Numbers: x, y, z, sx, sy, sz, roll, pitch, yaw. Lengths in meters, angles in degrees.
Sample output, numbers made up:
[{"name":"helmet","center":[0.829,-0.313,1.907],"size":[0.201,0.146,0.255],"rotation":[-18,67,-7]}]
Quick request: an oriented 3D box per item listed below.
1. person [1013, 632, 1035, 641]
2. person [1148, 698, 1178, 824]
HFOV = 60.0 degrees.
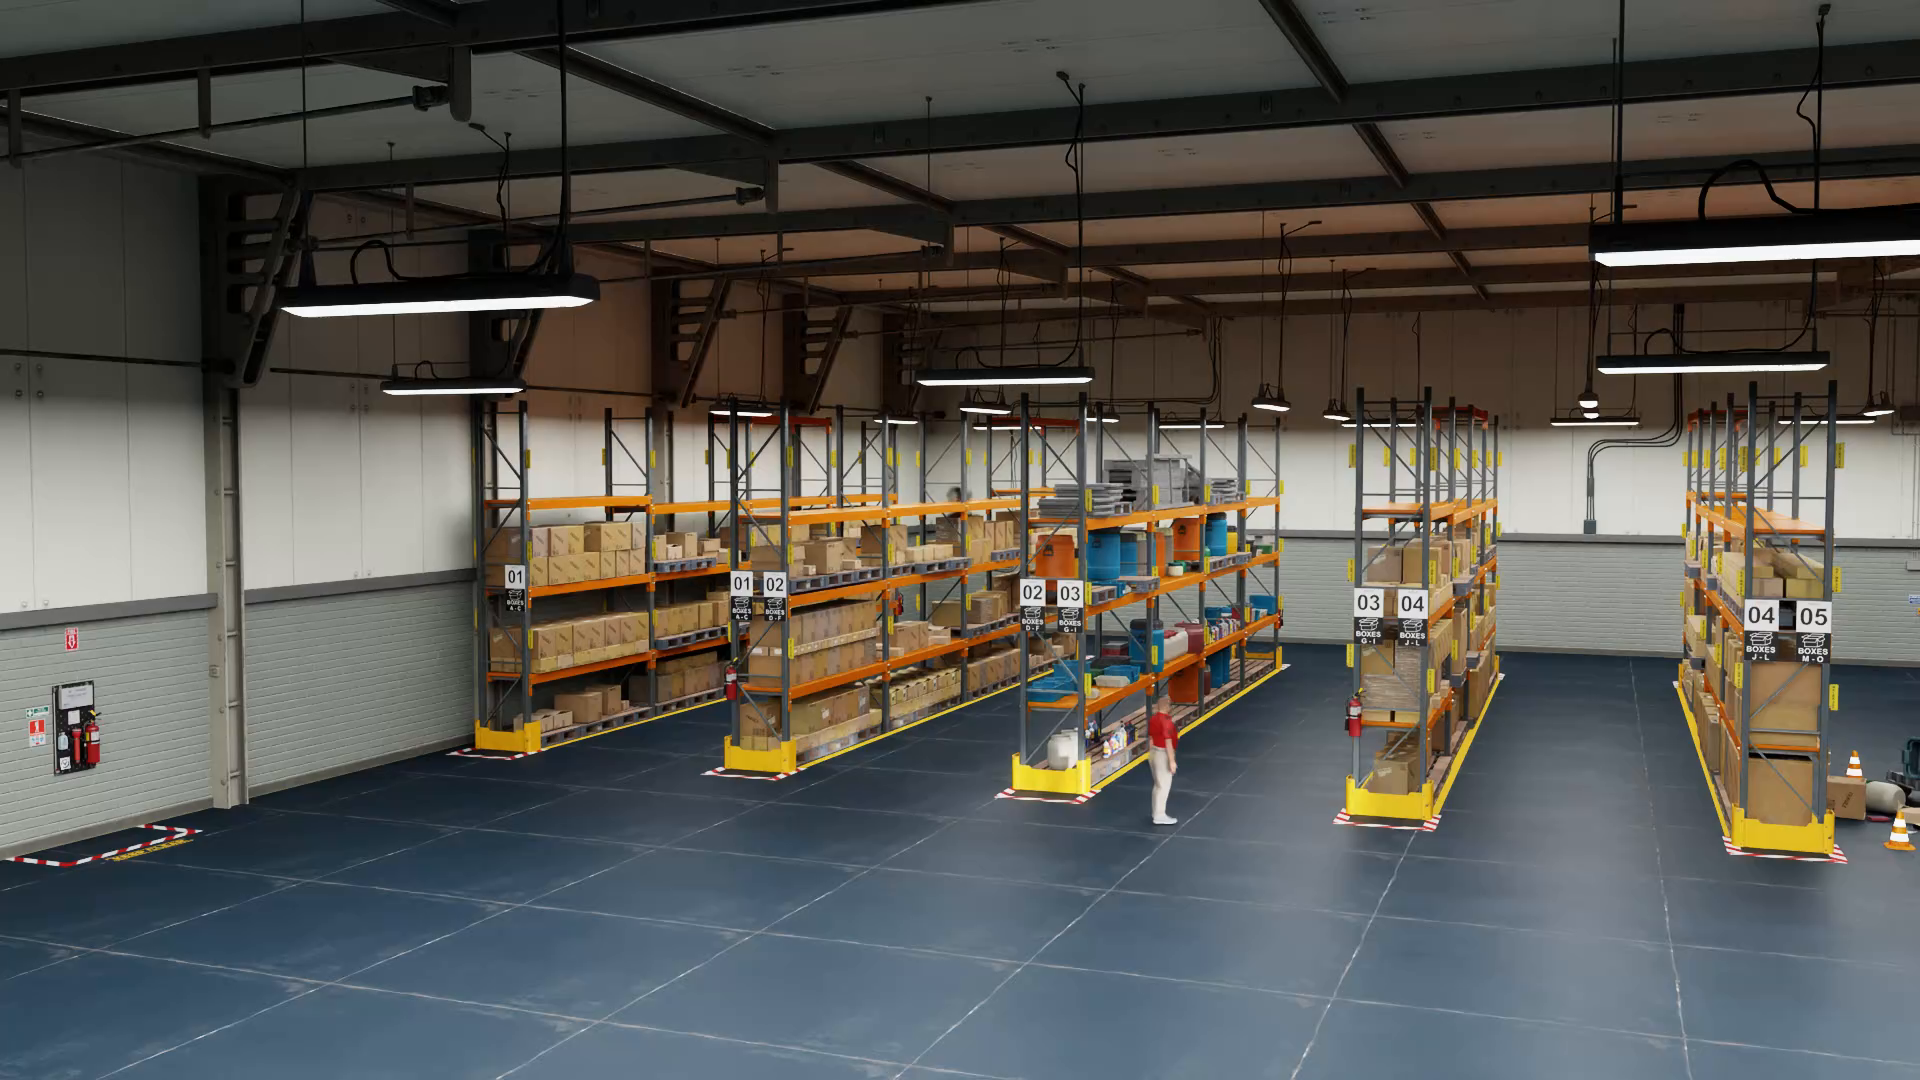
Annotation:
[{"name":"person","center":[1.802,1.942,44.638],"size":[0.653,1.744,0.550],"rotation":[1,3,26]},{"name":"person","center":[2.835,3.048,22.880],"size":[0.451,1.766,0.621],"rotation":[-1,3,-18]}]
